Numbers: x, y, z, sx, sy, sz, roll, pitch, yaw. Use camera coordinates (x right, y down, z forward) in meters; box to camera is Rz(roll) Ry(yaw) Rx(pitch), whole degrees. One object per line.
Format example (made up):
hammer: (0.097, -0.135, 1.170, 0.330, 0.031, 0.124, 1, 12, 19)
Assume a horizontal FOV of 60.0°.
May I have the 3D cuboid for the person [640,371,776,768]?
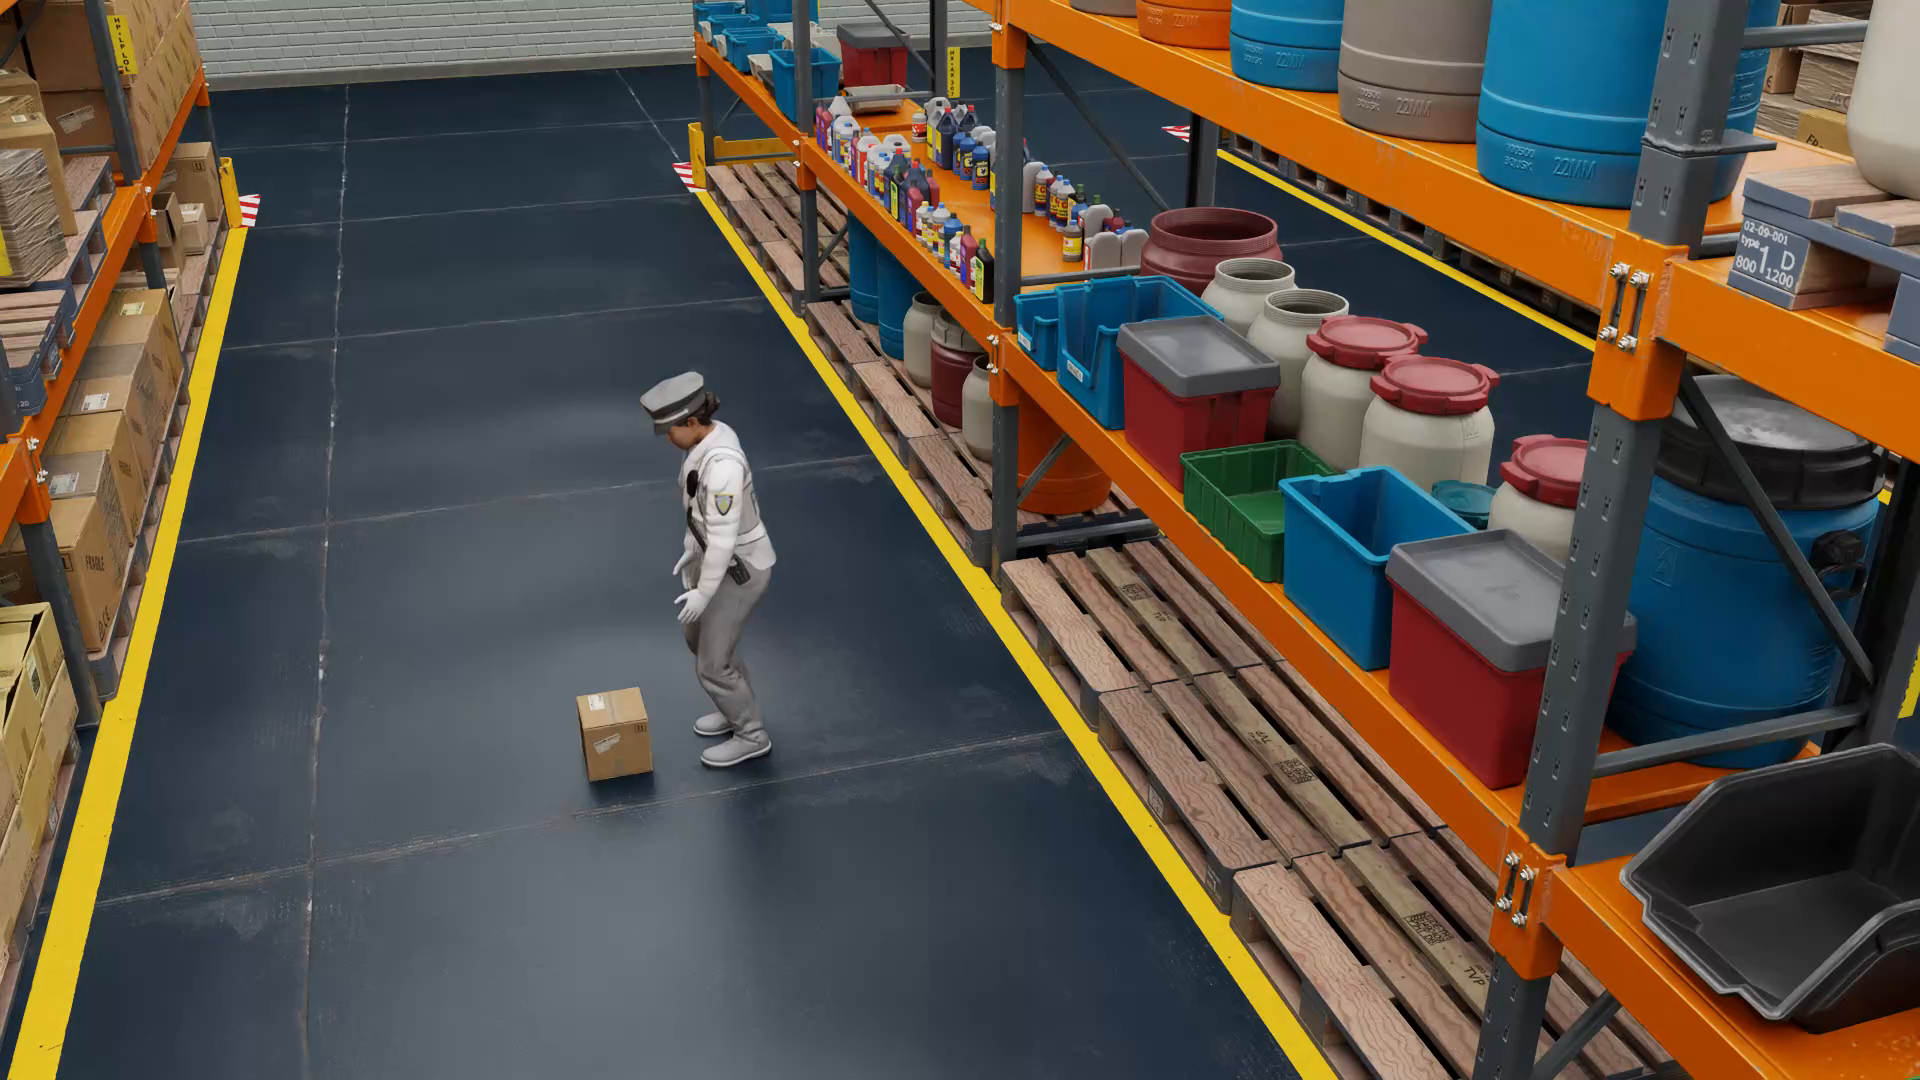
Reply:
person: (-0.944, 0.124, 6.434, 0.465, 1.616, 0.504, -8, 27, -15)
